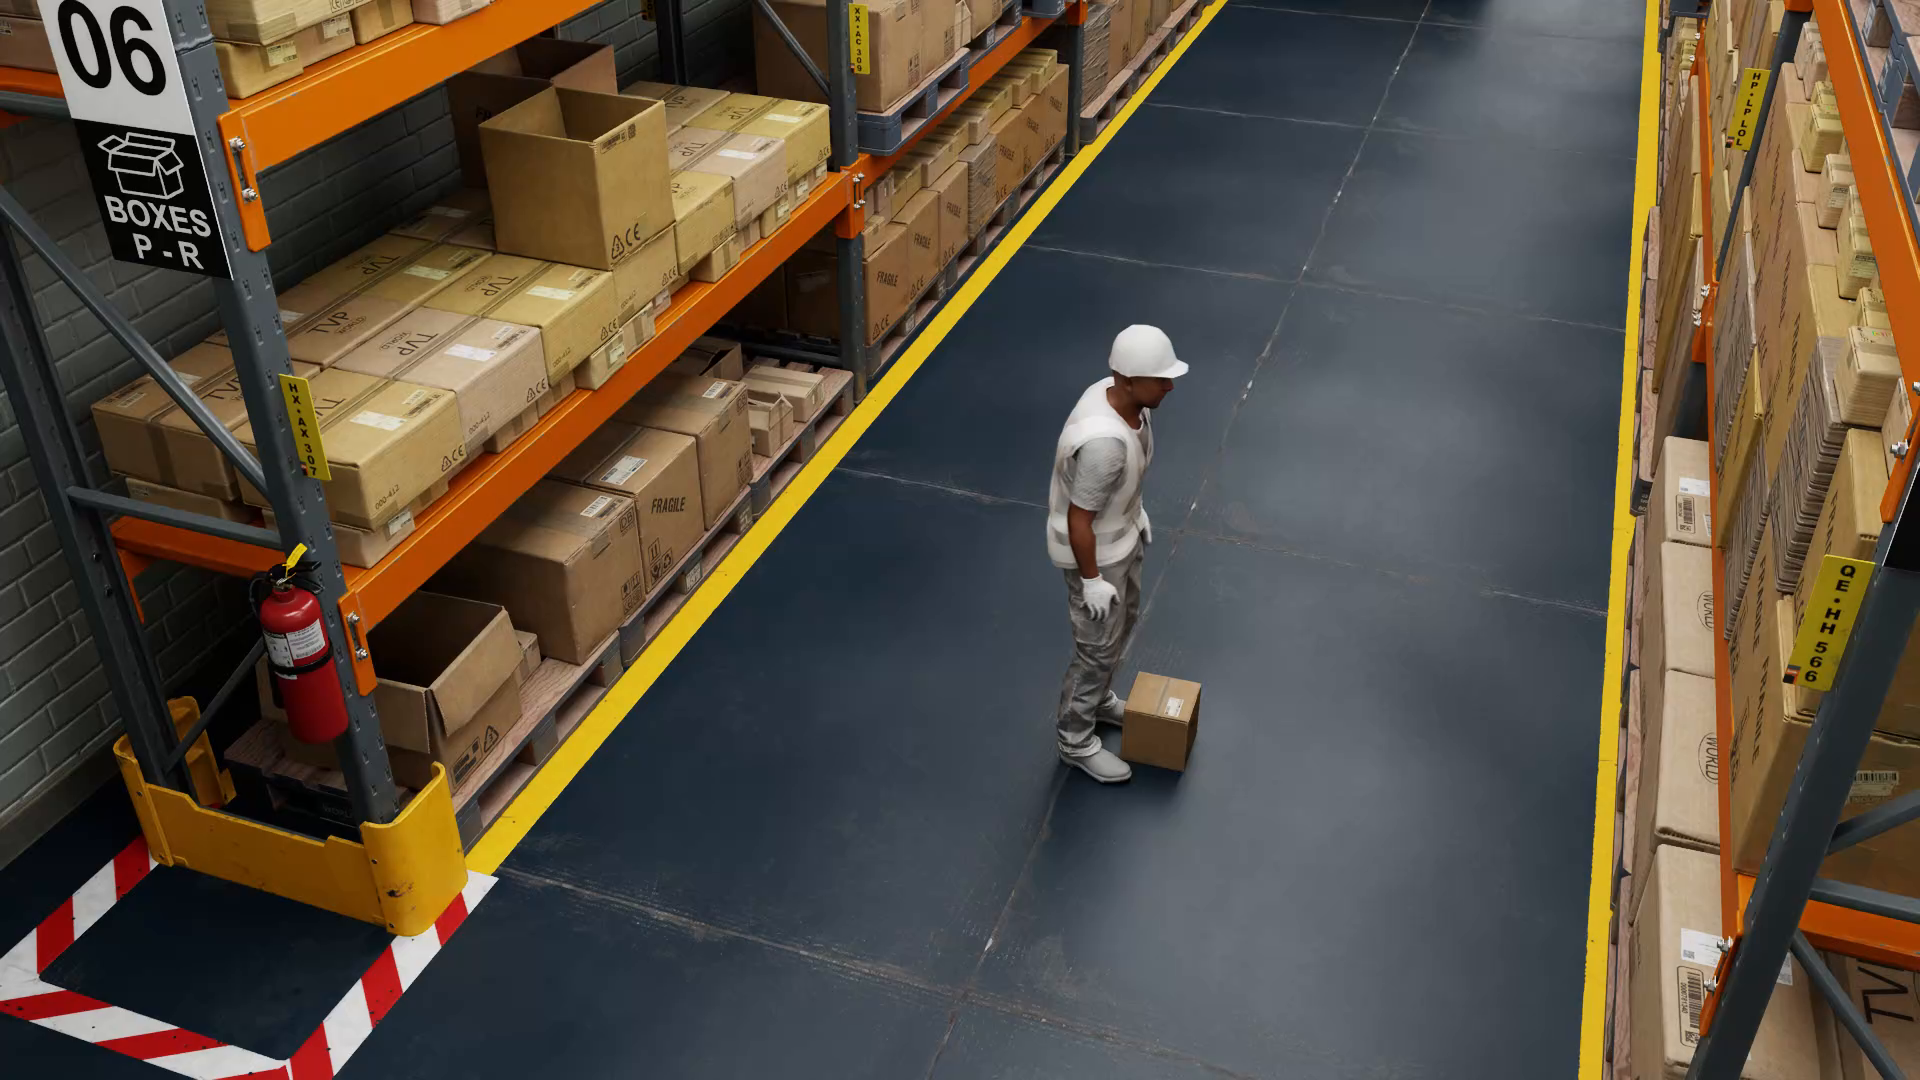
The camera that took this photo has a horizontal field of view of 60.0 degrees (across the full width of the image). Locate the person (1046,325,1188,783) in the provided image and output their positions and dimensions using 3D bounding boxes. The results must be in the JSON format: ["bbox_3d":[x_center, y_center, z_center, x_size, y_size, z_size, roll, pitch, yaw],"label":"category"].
[{"bbox_3d":[0.552,0.032,6.080,0.447,1.774,0.618,11,35,17],"label":"person"}]
